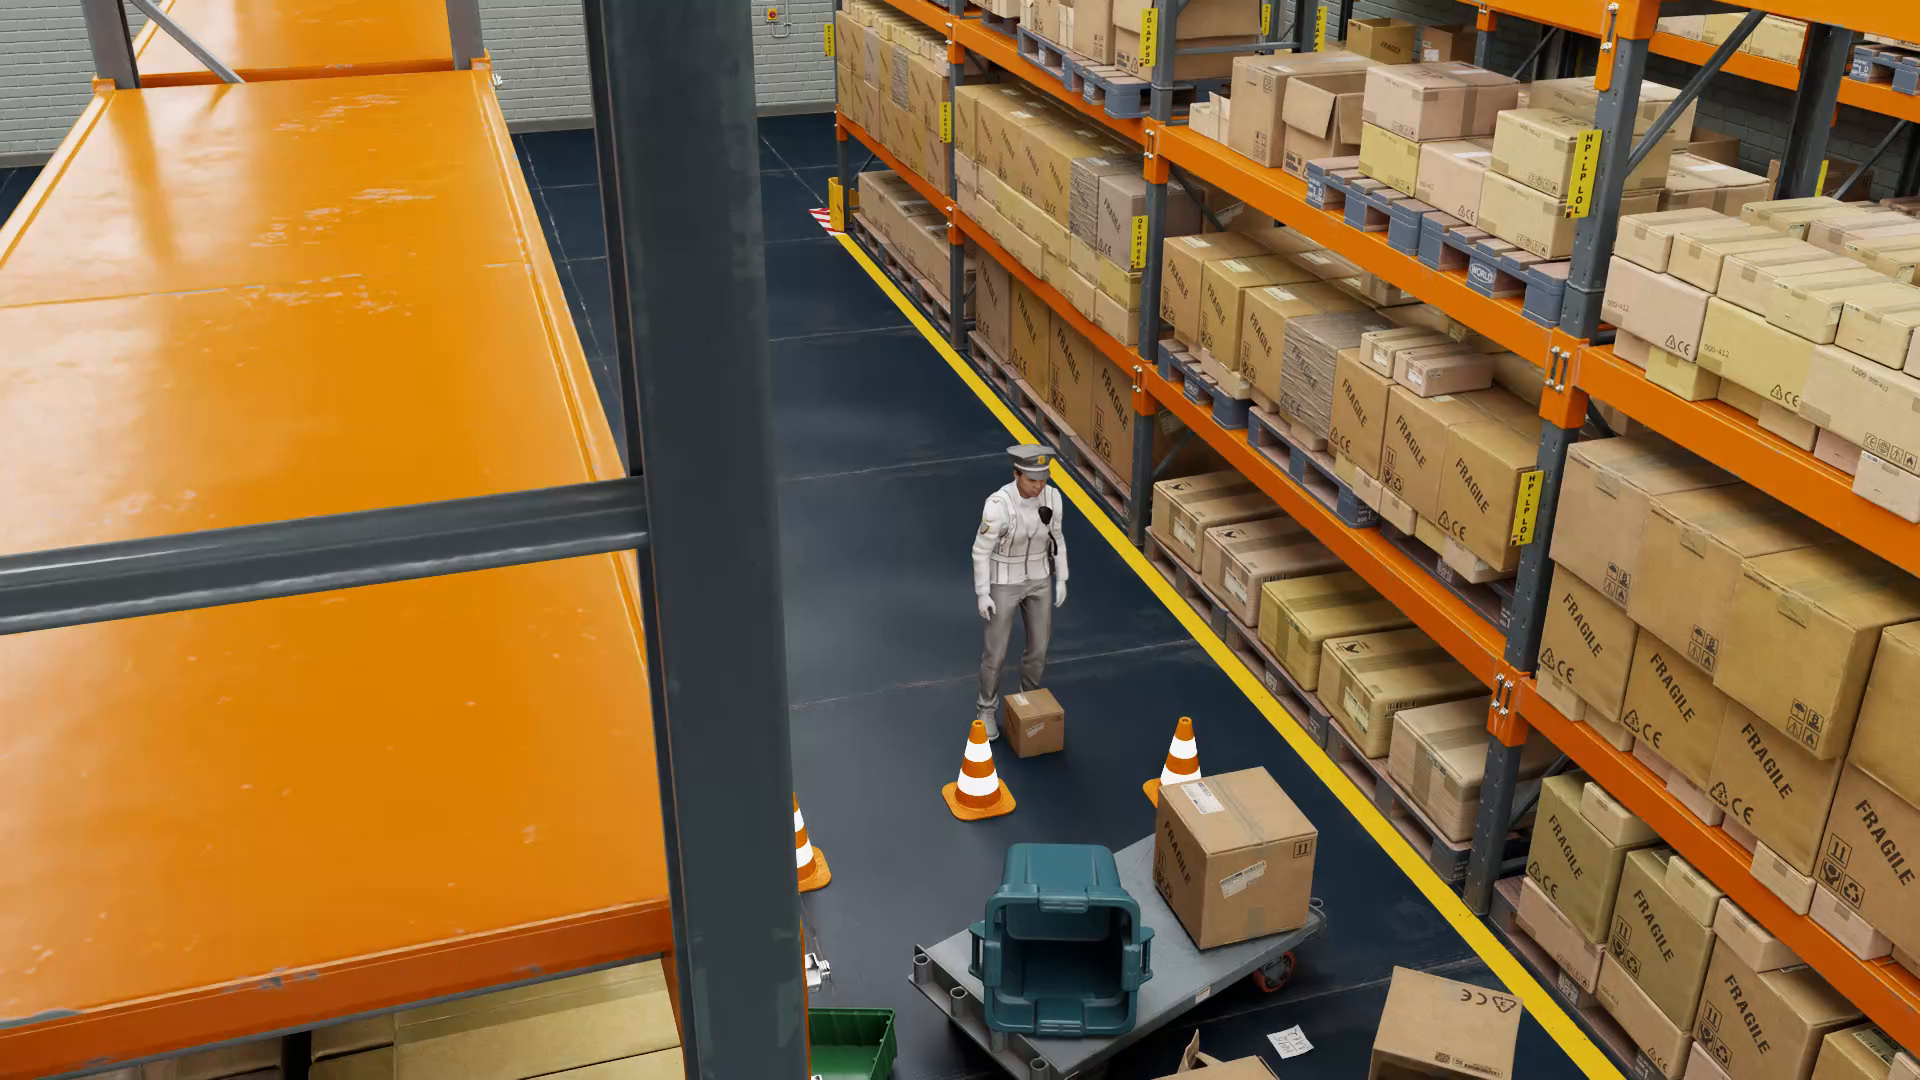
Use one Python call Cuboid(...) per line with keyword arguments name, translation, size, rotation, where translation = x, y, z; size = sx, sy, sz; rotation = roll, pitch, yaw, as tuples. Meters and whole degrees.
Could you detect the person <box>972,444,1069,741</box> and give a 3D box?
Cuboid(name="person", translation=(0.323, 0.250, 8.841), size=(0.547, 1.666, 0.371), rotation=(-10, 28, -19))
